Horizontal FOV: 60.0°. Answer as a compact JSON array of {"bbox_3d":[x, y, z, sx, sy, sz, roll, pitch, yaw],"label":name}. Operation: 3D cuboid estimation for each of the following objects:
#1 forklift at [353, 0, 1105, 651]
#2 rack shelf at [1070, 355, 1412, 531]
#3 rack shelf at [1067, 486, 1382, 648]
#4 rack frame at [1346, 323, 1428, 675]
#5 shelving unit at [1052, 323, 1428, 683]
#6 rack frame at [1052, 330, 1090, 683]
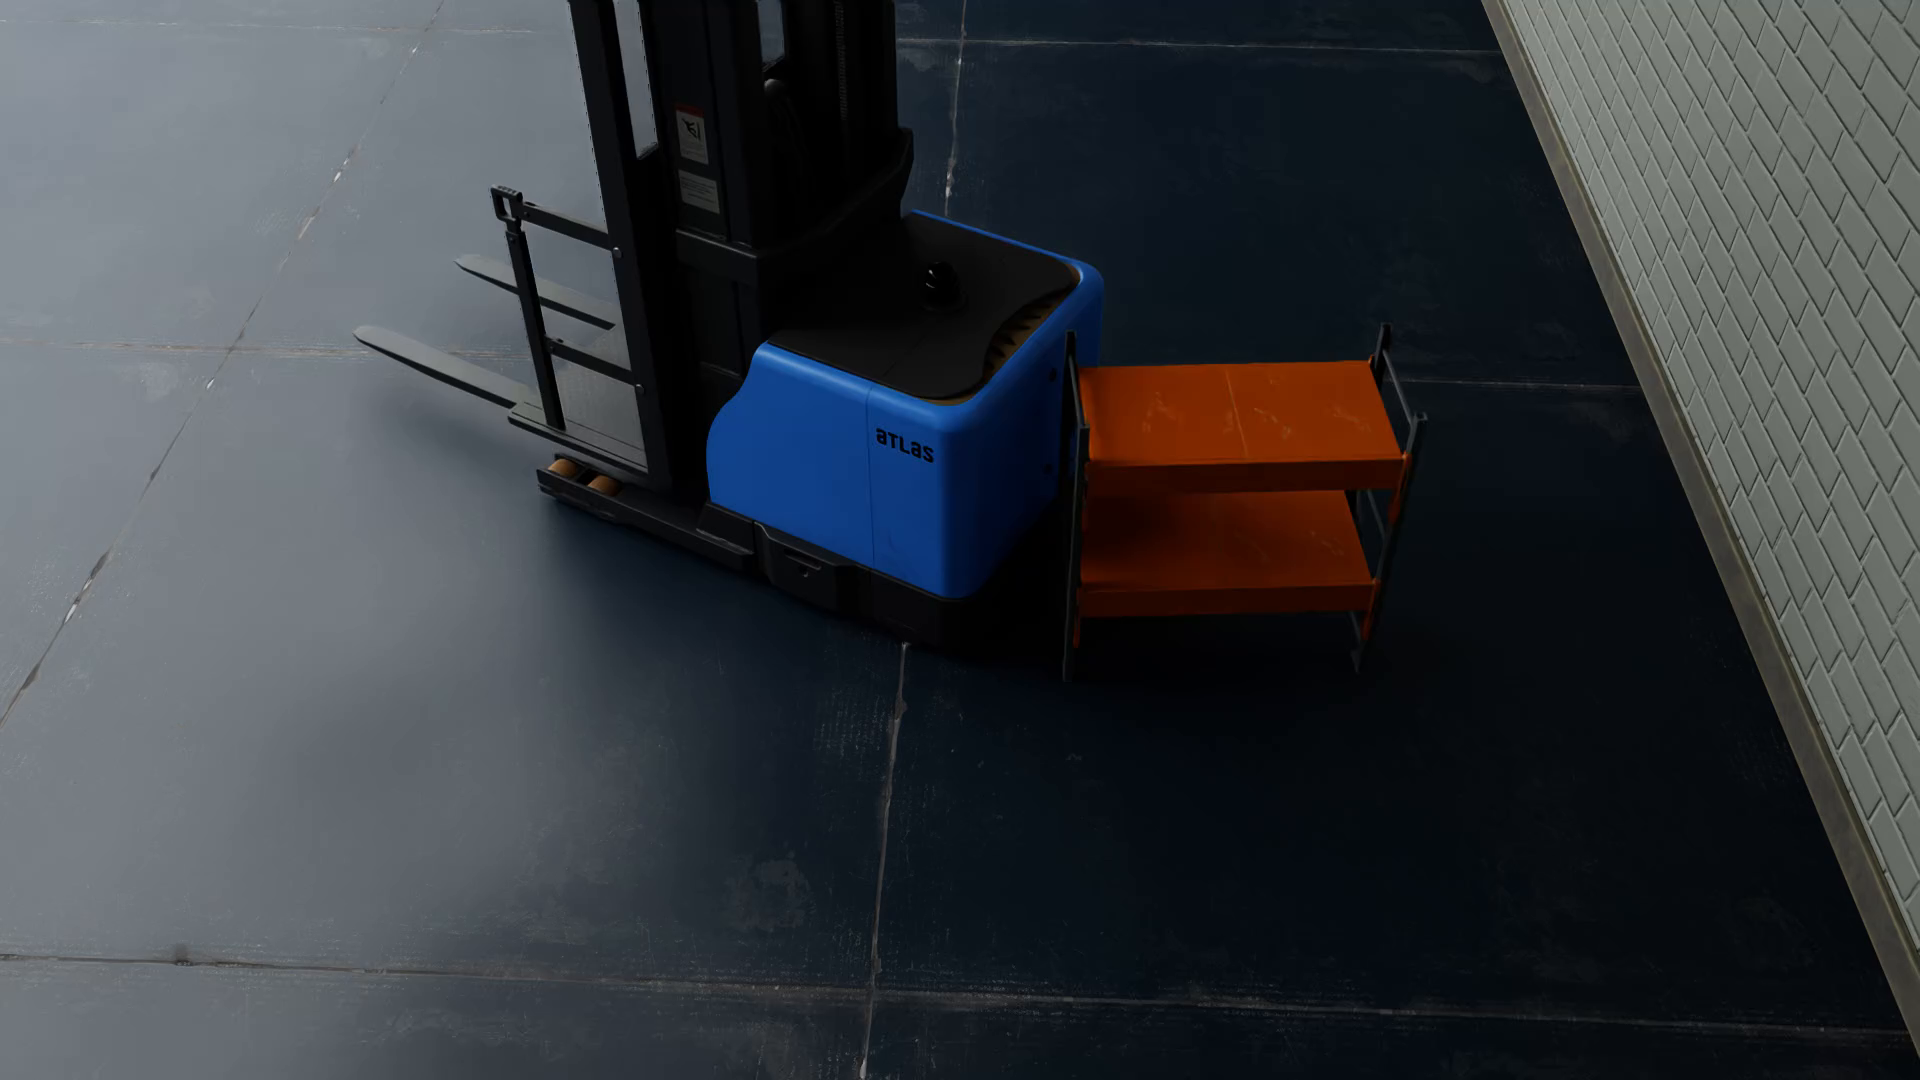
[{"bbox_3d":[-1.024,-1.438,5.644,3.031,2.935,1.130,22,47,22],"label":"forklift"},{"bbox_3d":[0.871,-0.318,5.336,1.000,0.278,0.538,-1,43,-2],"label":"rack shelf"},{"bbox_3d":[0.871,0.075,5.703,1.000,0.278,0.538,-1,43,-2],"label":"rack shelf"},{"bbox_3d":[1.379,-0.116,5.550,0.032,1.125,0.500,-1,43,-2],"label":"rack frame"},{"bbox_3d":[0.871,-0.104,5.536,1.048,1.125,0.538,-1,43,-2],"label":"shelving unit"},{"bbox_3d":[0.363,-0.091,5.522,0.032,1.125,0.500,-1,43,-2],"label":"rack frame"}]
